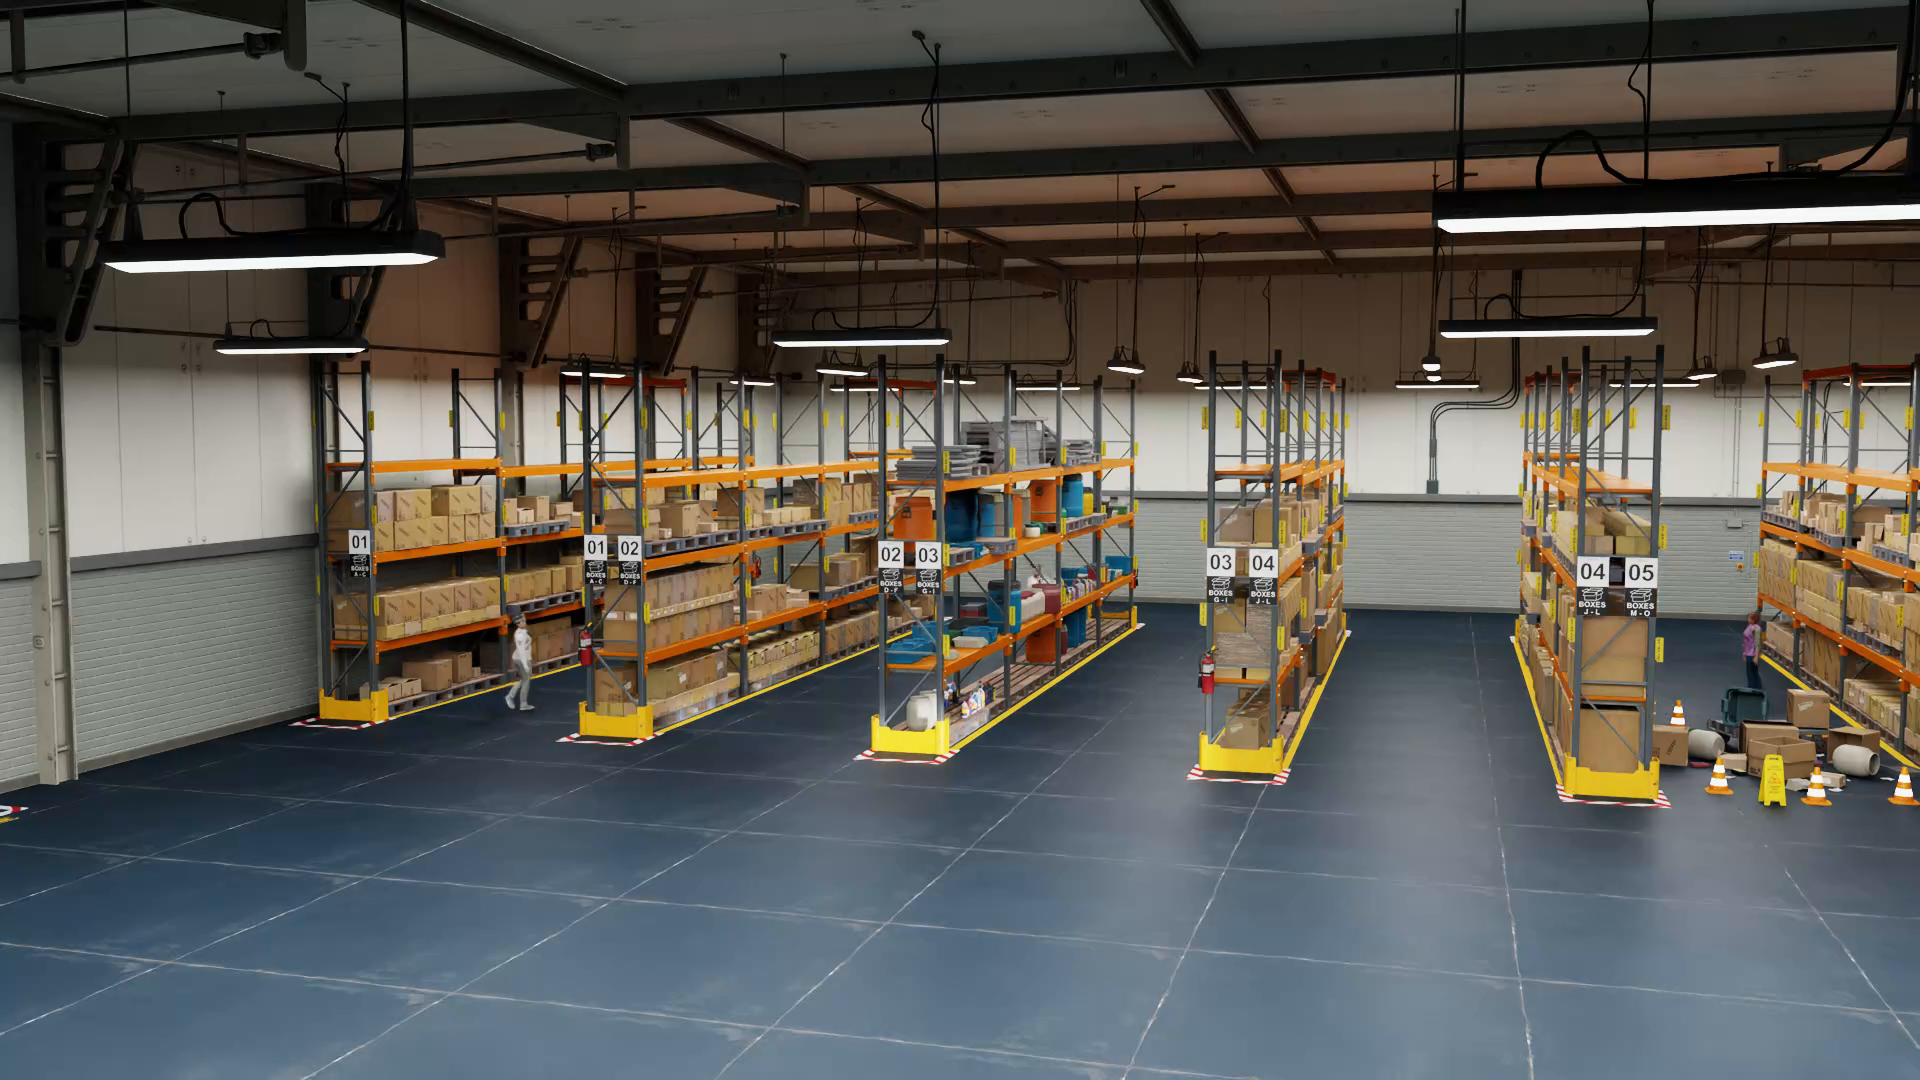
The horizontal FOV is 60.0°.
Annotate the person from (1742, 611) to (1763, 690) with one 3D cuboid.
[{"bbox_3d":[14.237,2.077,29.868,0.403,1.599,0.447,2,5,30],"label":"person"}]

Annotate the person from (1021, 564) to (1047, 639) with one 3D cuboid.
[{"bbox_3d":[1.753,1.405,38.227,0.614,1.716,0.974,3,5,40],"label":"person"}]

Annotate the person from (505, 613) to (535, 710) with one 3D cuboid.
[{"bbox_3d":[-7.580,2.099,28.663,0.514,1.685,0.472,-4,5,-42],"label":"person"}]

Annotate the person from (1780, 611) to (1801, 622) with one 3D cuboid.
[{"bbox_3d":[18.862,1.427,37.584,0.806,1.755,0.615,1,4,14],"label":"person"}]
